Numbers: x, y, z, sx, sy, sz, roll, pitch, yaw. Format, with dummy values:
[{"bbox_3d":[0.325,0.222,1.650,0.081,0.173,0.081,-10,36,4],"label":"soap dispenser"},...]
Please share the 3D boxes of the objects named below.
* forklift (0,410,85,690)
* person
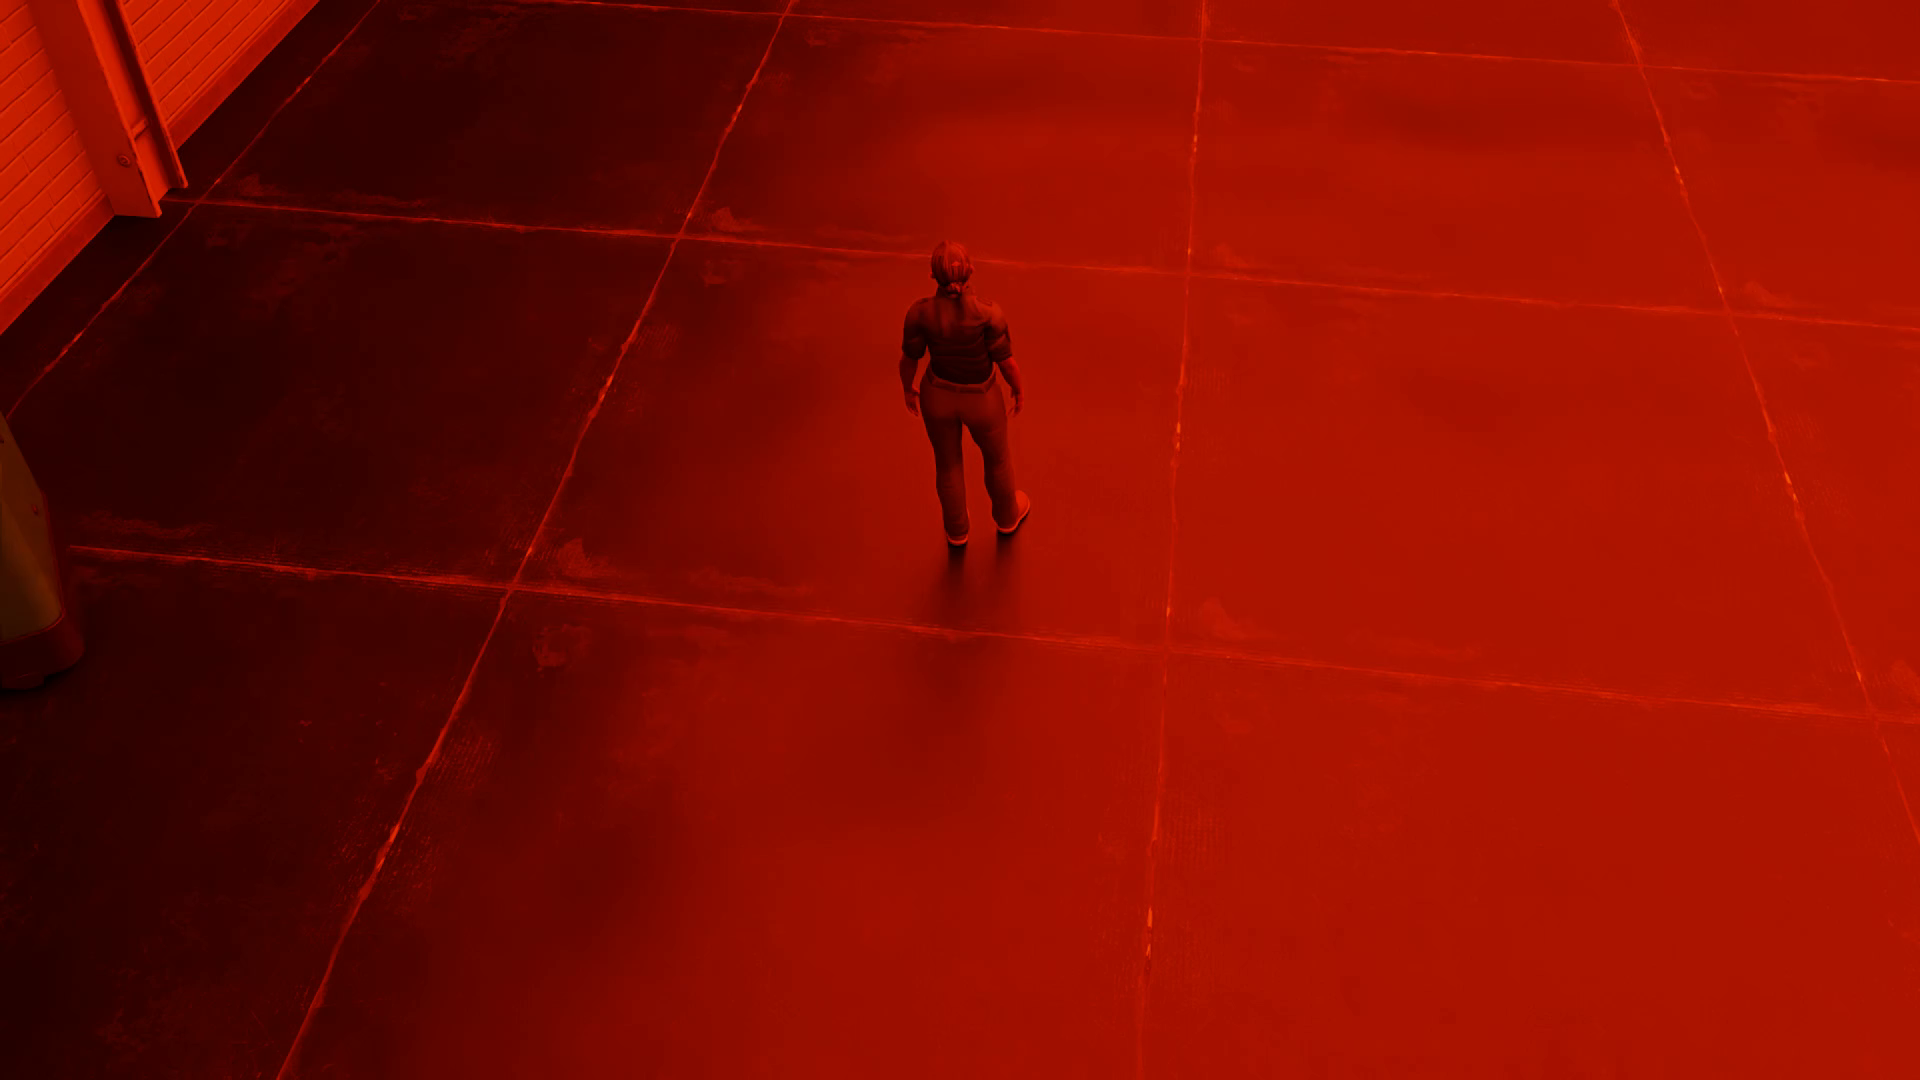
[{"bbox_3d":[-5.366,-0.338,6.092,3.031,2.935,1.130,-19,46,-20],"label":"forklift"},{"bbox_3d":[0.032,-0.671,7.388,0.569,1.654,0.504,5,43,6],"label":"person"}]
